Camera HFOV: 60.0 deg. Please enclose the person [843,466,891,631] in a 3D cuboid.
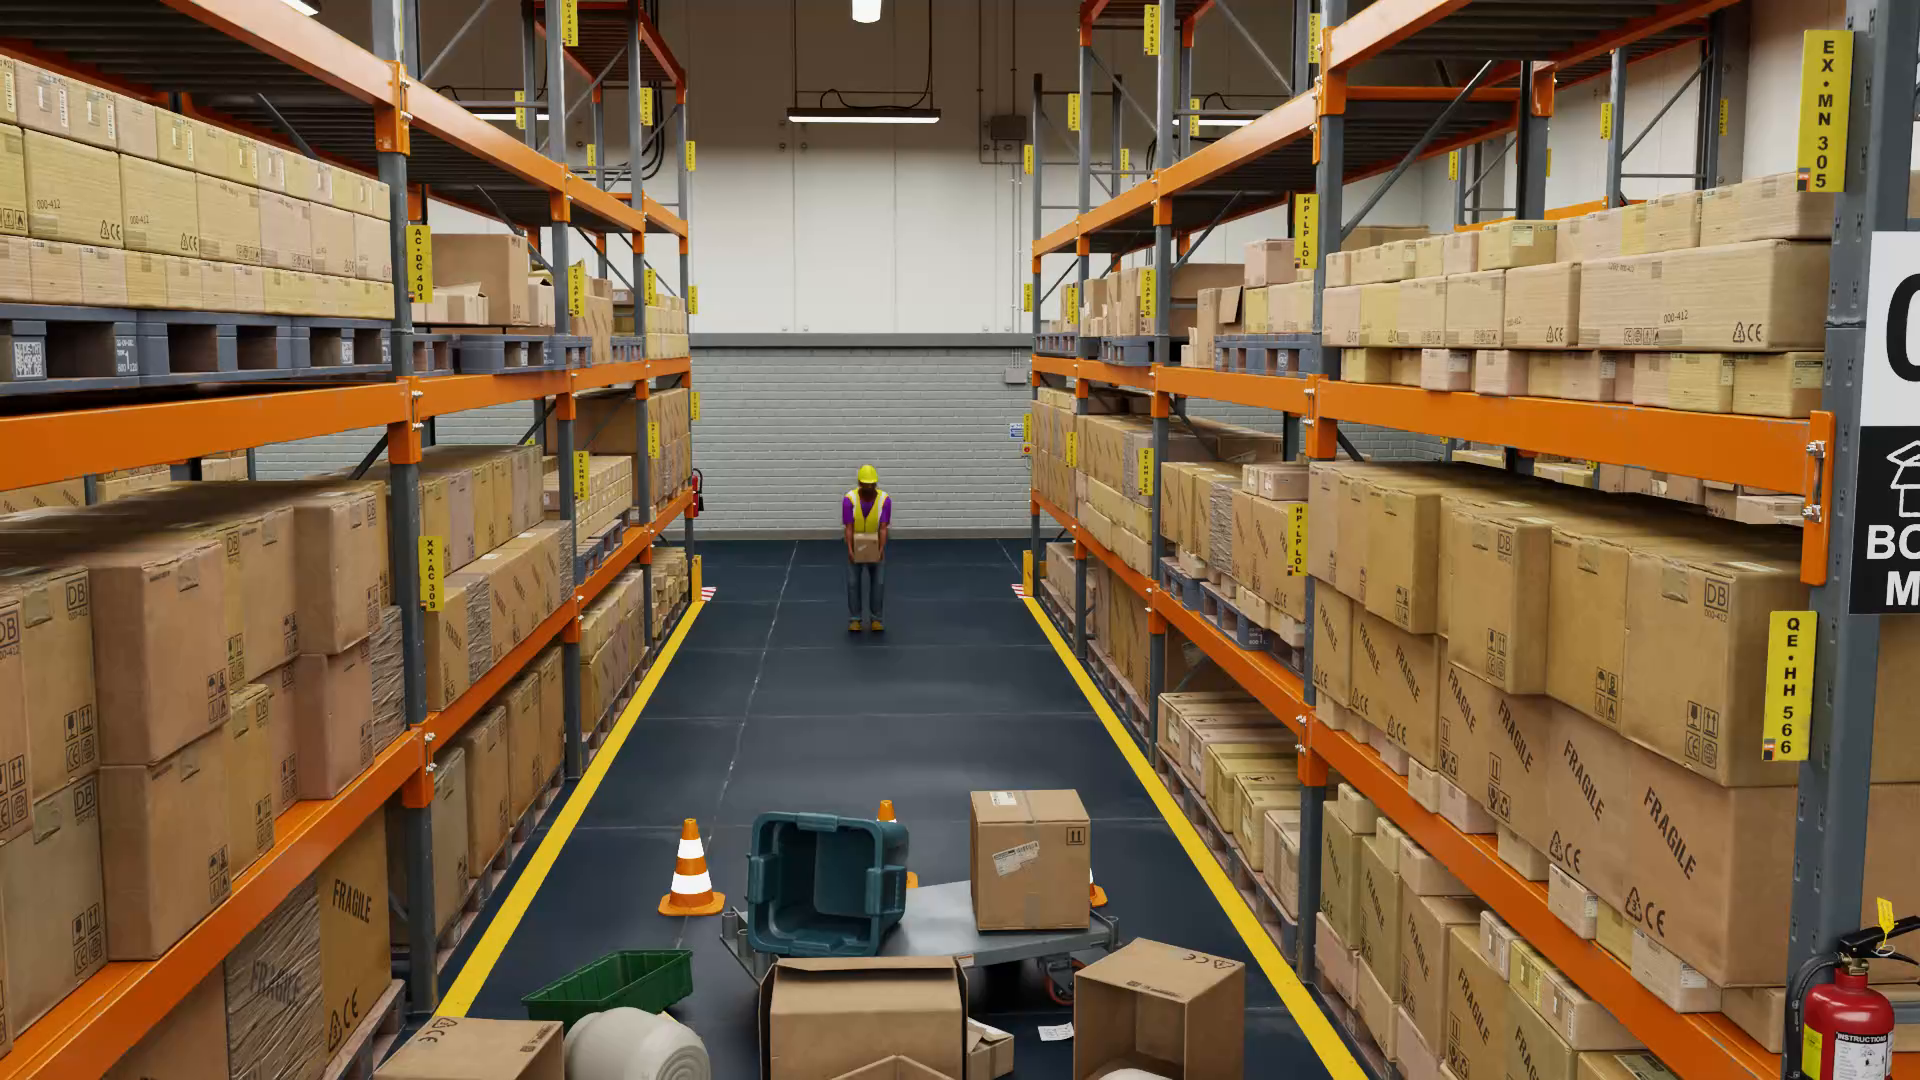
[{"bbox_3d":[-0.956,0.083,17.143,0.498,1.717,0.616,-1,7,-5],"label":"person"}]
